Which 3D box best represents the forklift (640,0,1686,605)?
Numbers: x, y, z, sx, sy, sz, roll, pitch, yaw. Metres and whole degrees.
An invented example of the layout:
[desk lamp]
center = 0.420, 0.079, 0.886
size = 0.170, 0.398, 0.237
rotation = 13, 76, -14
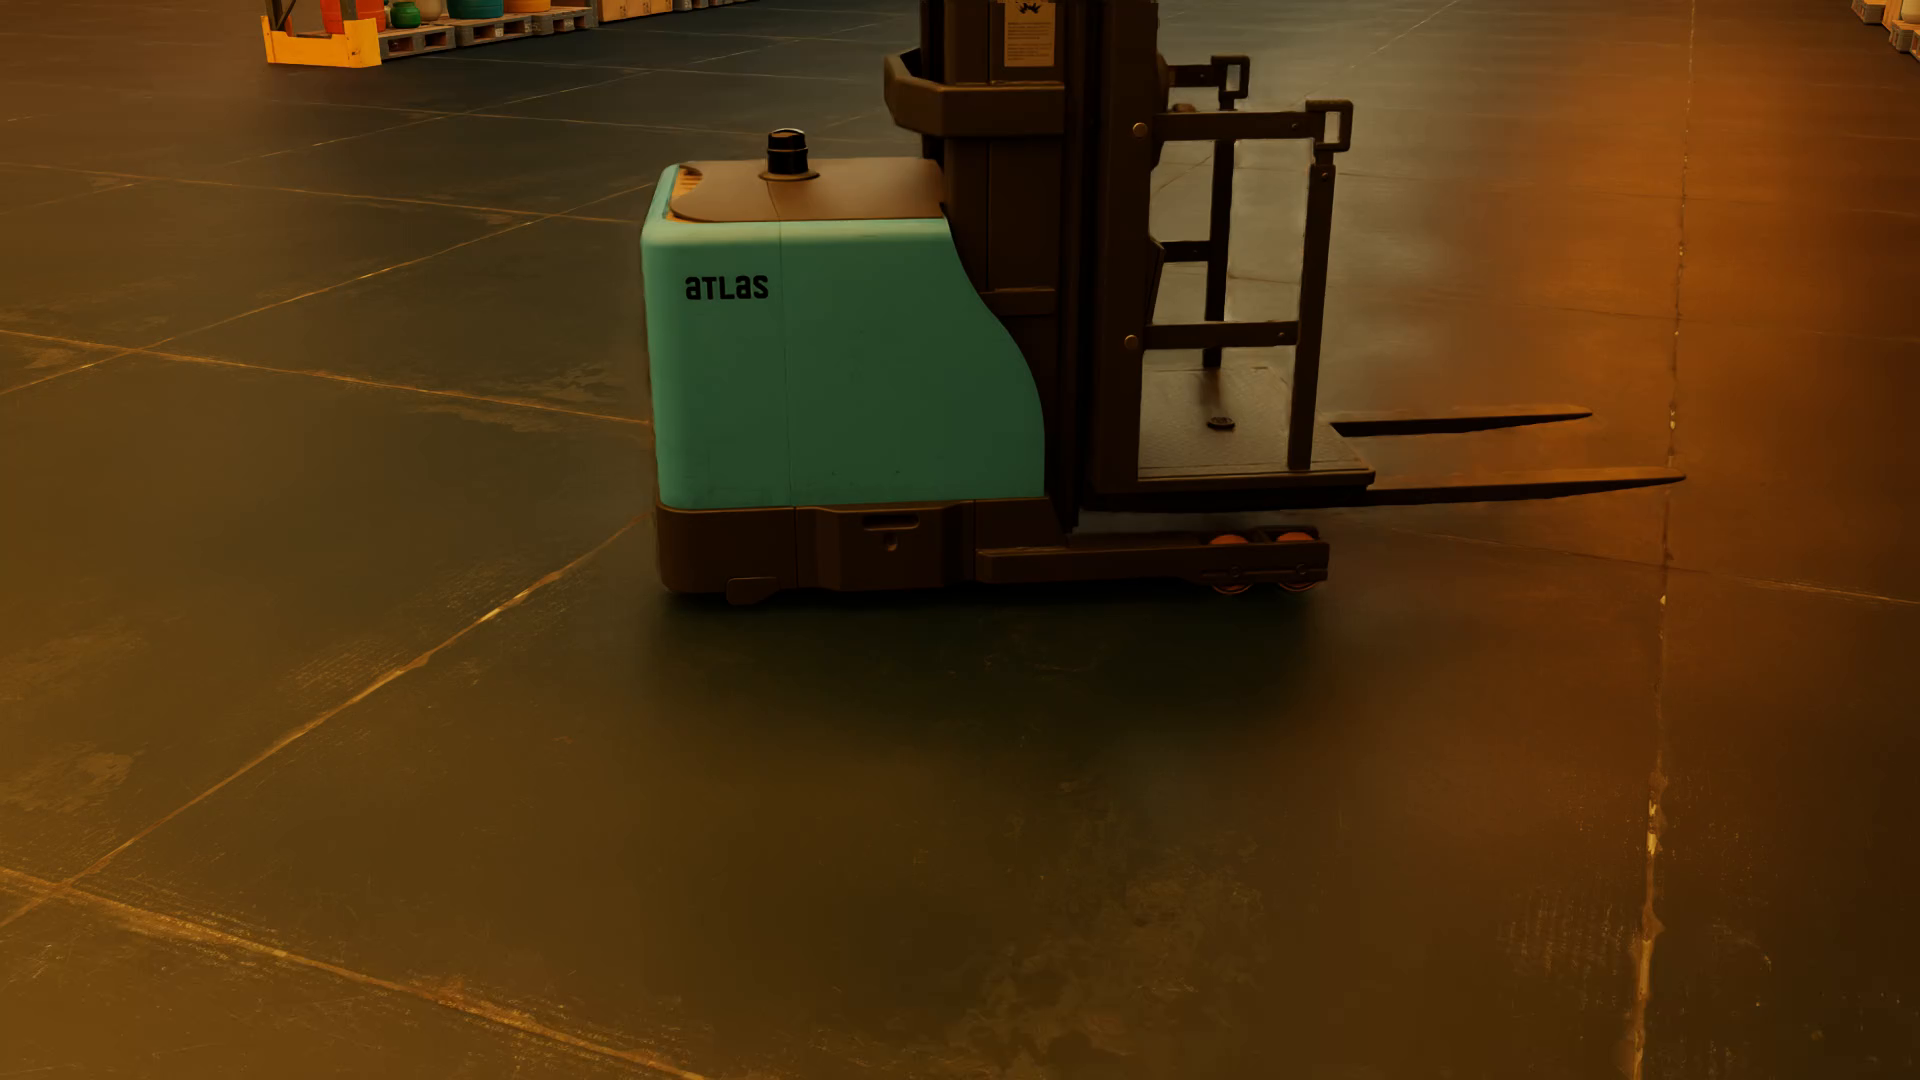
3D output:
[forklift]
center = 0.627, -1.399, 4.639
size = 3.031, 2.935, 1.130
rotation = -2, 23, -6
